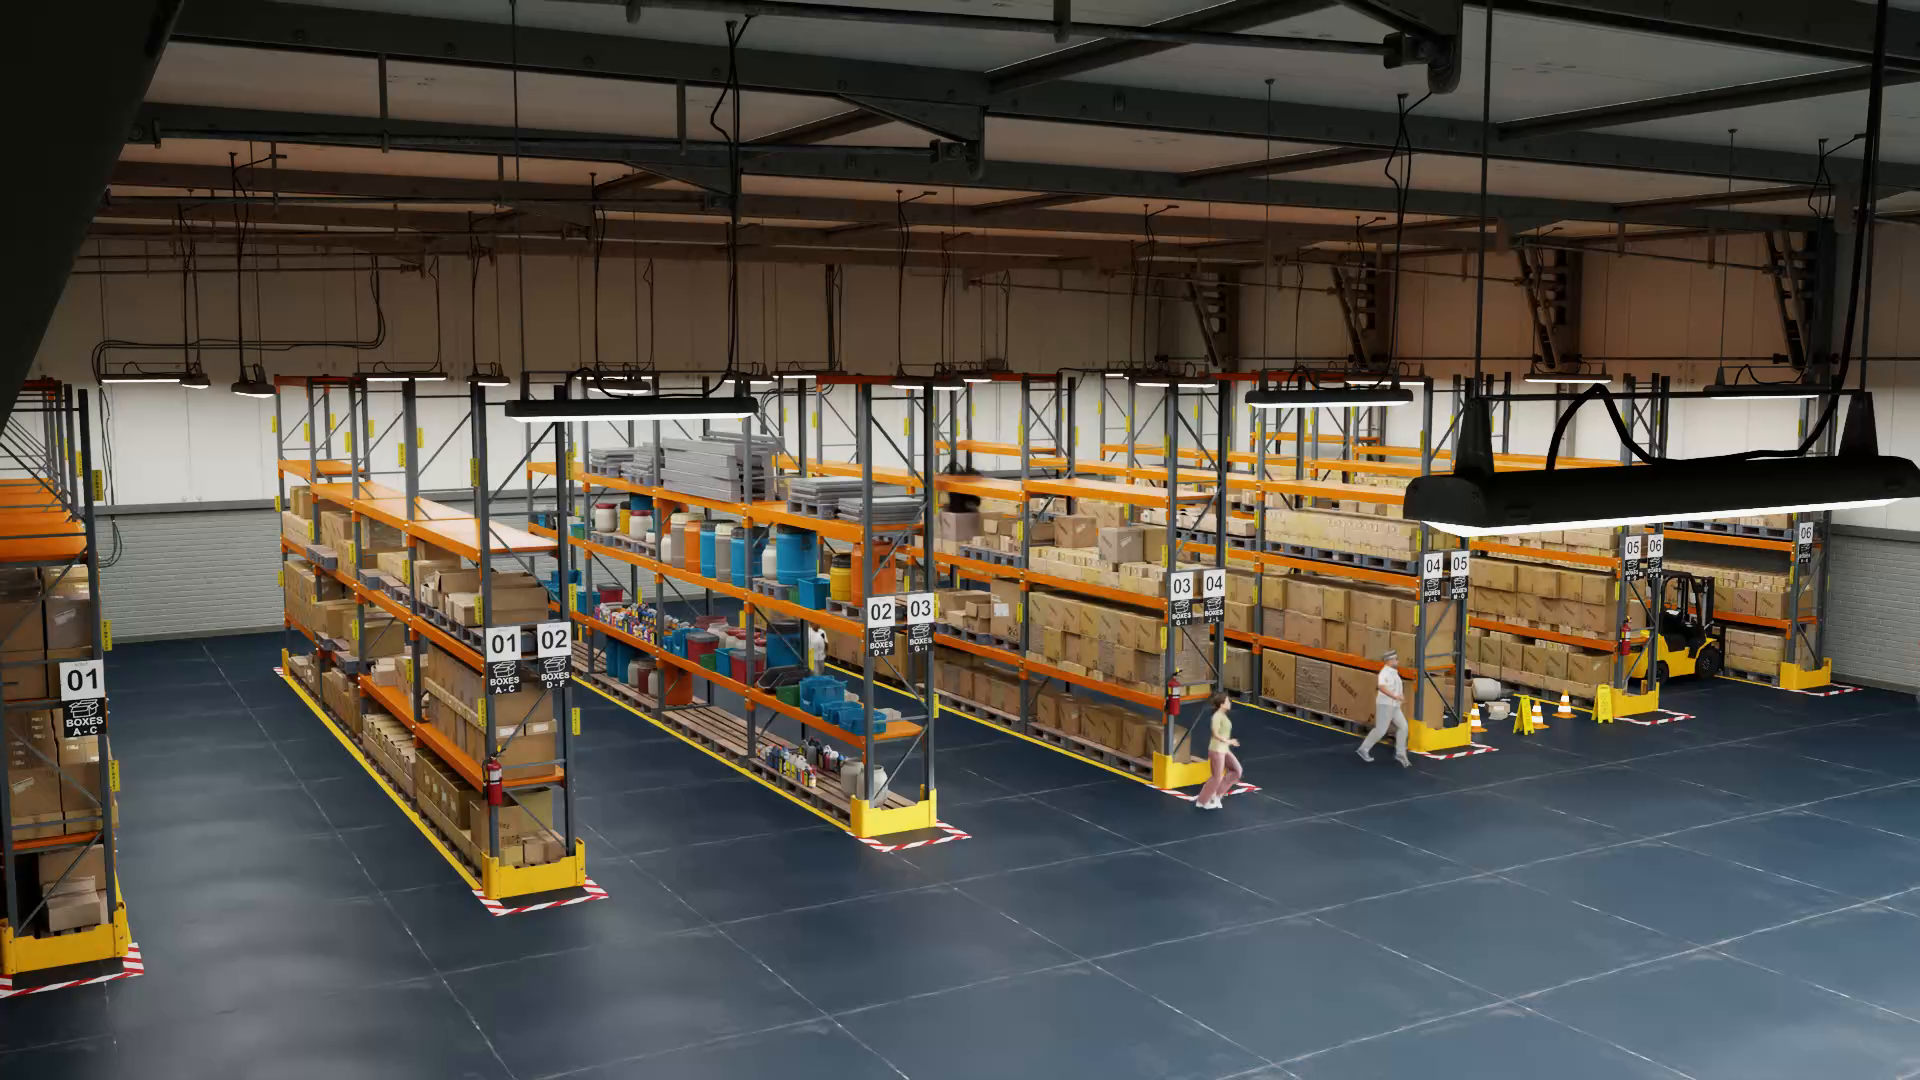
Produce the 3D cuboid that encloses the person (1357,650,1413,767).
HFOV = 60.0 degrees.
[{"bbox_3d":[6.728,2.621,26.061,0.855,1.804,0.741,4,7,29],"label":"person"}]

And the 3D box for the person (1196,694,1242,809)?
[{"bbox_3d":[3.654,2.957,23.346,0.610,1.626,0.616,2,7,20],"label":"person"}]

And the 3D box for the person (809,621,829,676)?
[{"bbox_3d":[-2.649,2.177,30.227,0.578,1.674,0.846,-5,8,-39],"label":"person"}]
